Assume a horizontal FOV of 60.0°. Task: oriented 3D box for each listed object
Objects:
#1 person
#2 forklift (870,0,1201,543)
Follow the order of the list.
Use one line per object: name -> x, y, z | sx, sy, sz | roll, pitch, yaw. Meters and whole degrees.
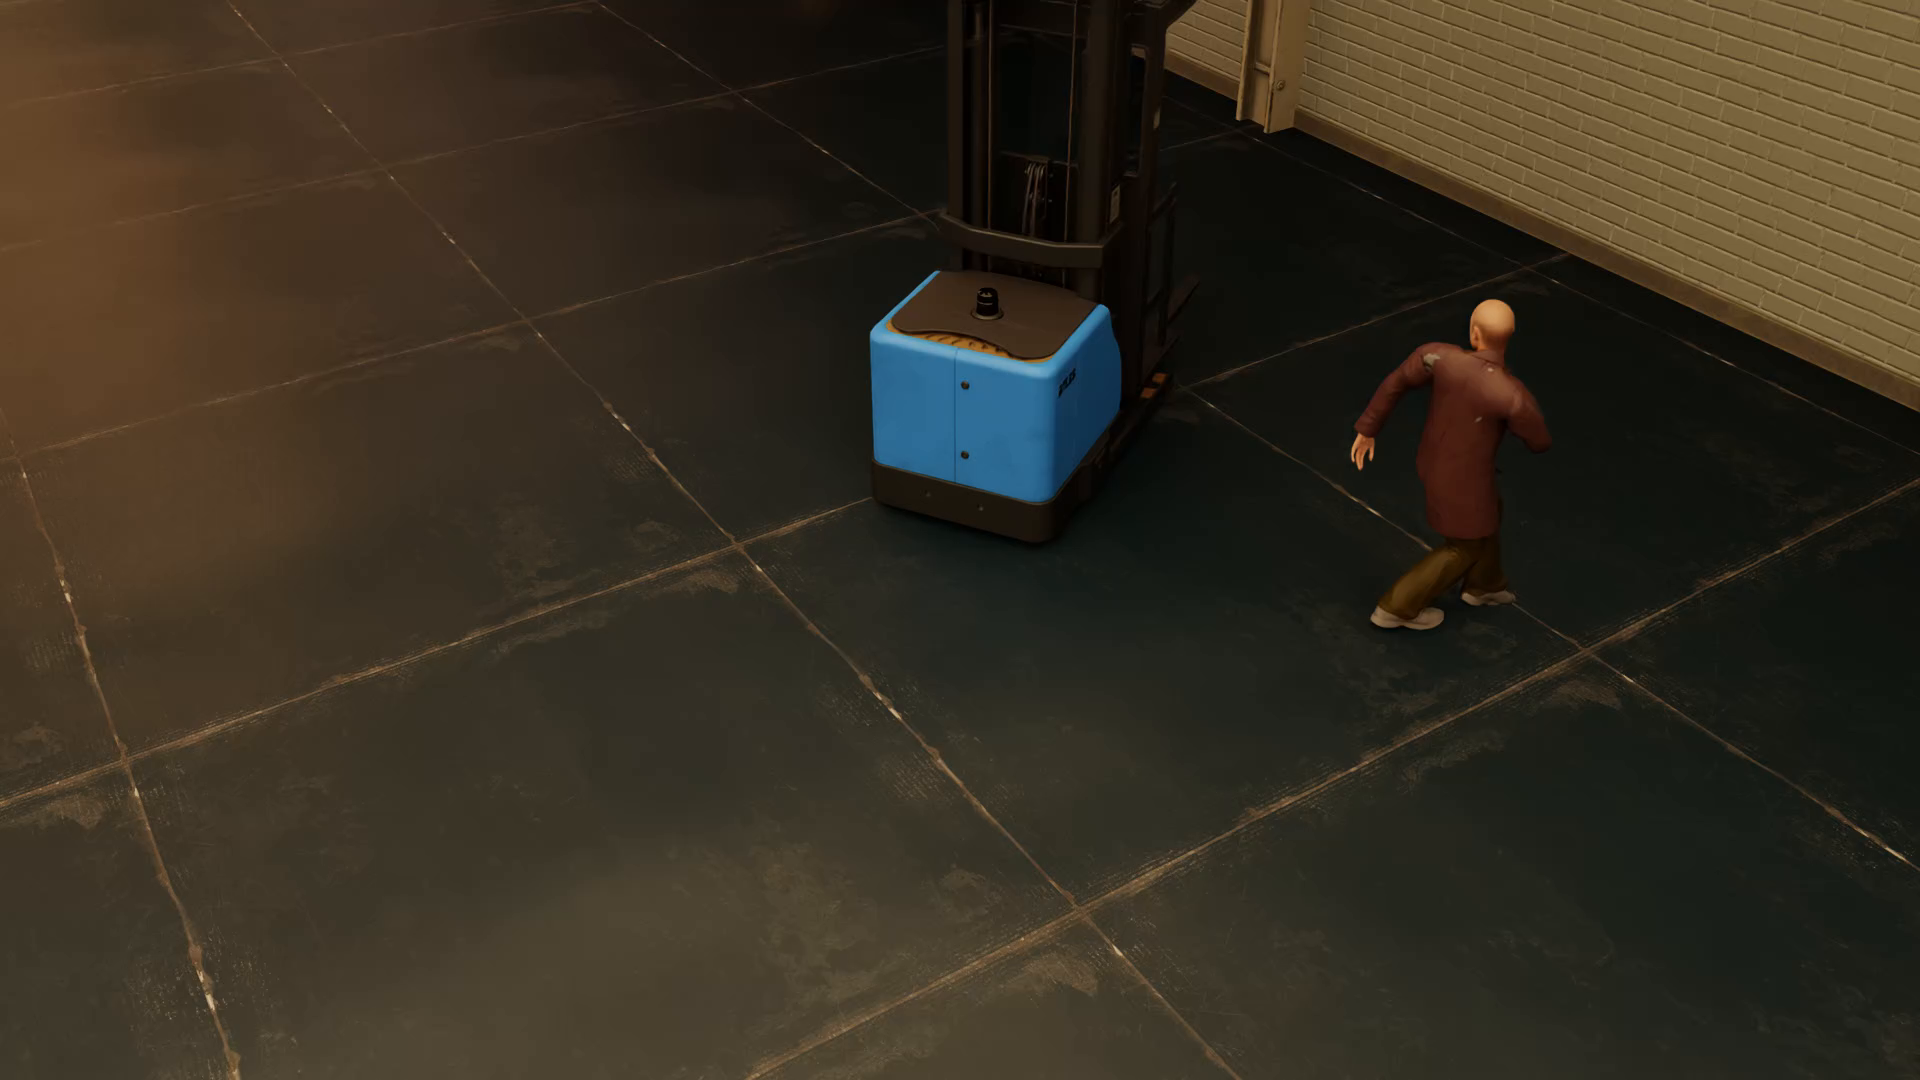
person -> 2.335, -0.313, 7.707 | 0.964, 1.761, 0.628 | -10, 36, -14
forklift -> 0.611, -2.021, 9.024 | 1.130, 2.935, 3.031 | 15, 38, 20
